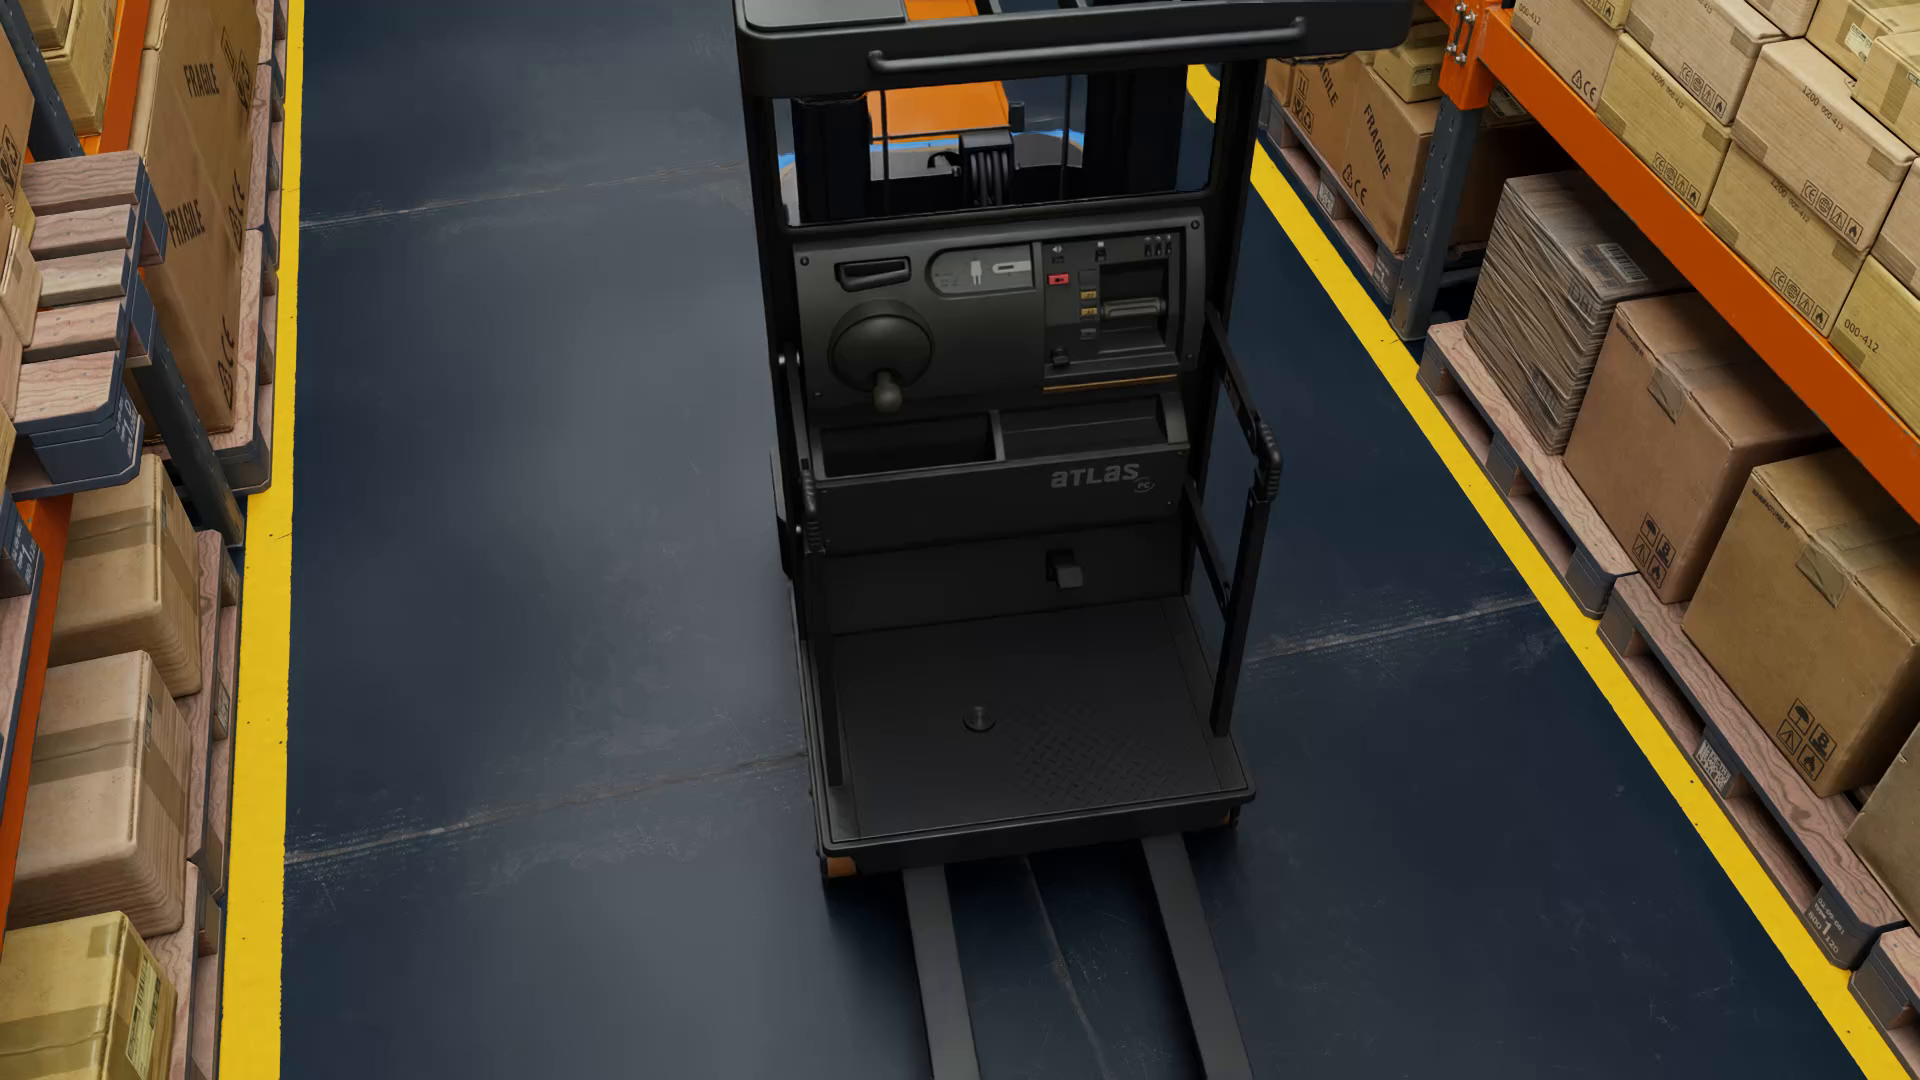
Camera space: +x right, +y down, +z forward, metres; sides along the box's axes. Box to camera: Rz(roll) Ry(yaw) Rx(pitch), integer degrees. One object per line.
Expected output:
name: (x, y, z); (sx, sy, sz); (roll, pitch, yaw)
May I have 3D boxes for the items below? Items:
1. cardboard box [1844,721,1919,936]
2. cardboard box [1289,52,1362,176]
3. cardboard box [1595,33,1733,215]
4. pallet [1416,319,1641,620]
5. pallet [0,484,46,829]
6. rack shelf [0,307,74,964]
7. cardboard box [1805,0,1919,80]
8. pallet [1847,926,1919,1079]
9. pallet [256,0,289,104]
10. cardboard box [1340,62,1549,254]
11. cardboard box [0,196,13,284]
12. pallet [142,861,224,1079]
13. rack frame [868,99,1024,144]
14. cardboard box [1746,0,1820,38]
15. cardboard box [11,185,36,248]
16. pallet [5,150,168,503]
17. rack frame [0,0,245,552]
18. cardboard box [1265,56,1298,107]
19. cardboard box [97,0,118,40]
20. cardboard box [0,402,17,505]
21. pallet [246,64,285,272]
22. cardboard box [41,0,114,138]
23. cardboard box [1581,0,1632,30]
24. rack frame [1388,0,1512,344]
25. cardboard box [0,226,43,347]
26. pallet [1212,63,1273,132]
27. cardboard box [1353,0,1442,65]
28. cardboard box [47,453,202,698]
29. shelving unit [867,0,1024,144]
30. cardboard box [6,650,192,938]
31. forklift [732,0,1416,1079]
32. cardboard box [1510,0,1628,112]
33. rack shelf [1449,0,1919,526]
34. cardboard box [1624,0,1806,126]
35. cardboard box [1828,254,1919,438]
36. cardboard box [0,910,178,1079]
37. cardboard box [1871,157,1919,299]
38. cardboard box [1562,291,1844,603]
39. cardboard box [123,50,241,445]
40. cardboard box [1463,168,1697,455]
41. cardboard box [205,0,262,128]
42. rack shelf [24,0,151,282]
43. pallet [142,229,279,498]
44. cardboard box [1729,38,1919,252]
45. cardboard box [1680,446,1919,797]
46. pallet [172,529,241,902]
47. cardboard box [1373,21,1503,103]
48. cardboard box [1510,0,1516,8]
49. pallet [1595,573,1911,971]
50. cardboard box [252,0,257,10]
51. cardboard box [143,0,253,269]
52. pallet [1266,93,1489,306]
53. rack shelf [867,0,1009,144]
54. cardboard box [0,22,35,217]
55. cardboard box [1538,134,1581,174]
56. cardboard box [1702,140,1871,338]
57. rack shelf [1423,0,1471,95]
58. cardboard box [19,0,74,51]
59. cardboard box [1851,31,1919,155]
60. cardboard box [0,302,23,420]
cardboard box: (2.738, 0.667, 3.865); (0.875, 0.625, 0.625); (-11, 47, -11)
cardboard box: (1.615, -1.756, 6.327); (0.500, 0.500, 0.500); (-11, 47, -11)
cardboard box: (2.051, -1.132, 4.364); (0.500, 0.250, 0.500); (-12, 47, -11)
pallet: (2.222, -0.332, 5.428); (1.003, 0.211, 1.213); (-11, 47, -10)
pallet: (-2.202, 0.453, 2.840); (1.003, 0.211, 1.213); (-11, 47, -10)
rack shelf: (-2.236, 0.659, 3.008); (1.077, 0.370, 4.000); (-11, 47, -10)
cardboard box: (2.179, -1.169, 3.771); (0.380, 0.149, 0.250); (-10, 46, -10)
pallet: (2.847, 1.352, 3.777); (1.003, 0.211, 1.213); (-11, 47, -10)
pallet: (-3.502, -2.240, 7.298); (1.003, 0.211, 1.213); (-11, 47, -10)
cardboard box: (1.733, -1.408, 5.986); (0.500, 0.500, 0.500); (-9, 46, -9)
cardboard box: (-2.220, -0.642, 3.206); (0.500, 0.500, 0.500); (-11, 47, -11)
pallet: (-2.240, 1.383, 3.747); (1.003, 0.211, 1.213); (-11, 47, -10)
rack frame: (-0.057, -0.885, 5.329); (0.500, 1.125, 0.032); (-6, 46, -6)
cardboard box: (2.086, -1.337, 3.936); (0.380, 0.149, 0.250); (-10, 46, -10)
cardboard box: (-2.298, -0.677, 3.695); (0.380, 0.149, 0.250); (-10, 46, -10)
pallet: (-2.462, -0.434, 3.709); (1.213, 0.211, 1.003); (-11, 47, -10)
rack frame: (-2.748, -0.974, 4.104); (1.000, 3.000, 0.127); (-11, 47, -10)
cardboard box: (1.479, -2.117, 6.680); (0.500, 0.500, 0.500); (-9, 46, -9)
cardboard box: (-2.778, -1.656, 4.878); (0.500, 0.250, 0.500); (-12, 47, -11)
cardboard box: (-2.049, -0.149, 3.178); (0.380, 0.149, 0.250); (-10, 46, -10)
pallet: (-3.186, -1.396, 6.471); (1.003, 0.211, 1.213); (-11, 47, -10)
cardboard box: (-2.630, -1.305, 4.534); (0.500, 0.250, 0.500); (-11, 47, -11)
cardboard box: (1.903, -1.651, 4.522); (0.500, 0.250, 0.500); (-11, 47, -10)
rack frame: (2.049, -1.884, 4.996); (1.000, 3.000, 0.127); (-11, 47, -10)
cardboard box: (-2.190, -0.512, 3.533); (0.380, 0.149, 0.250); (-11, 47, -11)
pallet: (1.586, -2.271, 7.328); (1.003, 0.211, 1.213); (-11, 47, -10)
cardboard box: (1.578, -1.860, 5.975); (0.380, 0.149, 0.250); (-13, 47, -12)
cardboard box: (-2.613, 0.191, 4.508); (0.950, 0.372, 0.625); (-14, 47, -13)
shelving unit: (-0.136, -1.243, 5.681); (0.538, 1.125, 1.048); (-6, 46, -6)
cardboard box: (-2.416, 0.699, 4.010); (0.950, 0.372, 0.625); (-12, 47, -11)
forklift: (0.133, -0.421, 3.610); (1.130, 2.935, 3.031); (-6, 46, -6)
cardboard box: (1.927, -1.480, 4.705); (0.500, 0.250, 0.500); (-11, 47, -10)
rack shelf: (2.561, -0.251, 3.899); (1.077, 0.370, 4.000); (-11, 47, -10)
cardboard box: (2.054, -1.309, 4.188); (0.500, 0.250, 0.500); (-9, 46, -9)
cardboard box: (2.320, -0.419, 3.666); (0.500, 0.250, 0.500); (-9, 46, -9)
cardboard box: (-2.228, 1.224, 3.496); (0.950, 0.372, 0.625); (-9, 46, -9)
cardboard box: (2.326, -0.596, 3.489); (0.500, 0.250, 0.500); (-10, 46, -10)
cardboard box: (2.371, -0.317, 4.829); (0.875, 0.625, 0.625); (-9, 46, -9)
cardboard box: (-2.844, -0.869, 5.195); (0.875, 0.875, 0.875); (-11, 47, -11)
cardboard box: (2.196, -0.766, 5.269); (0.875, 0.625, 0.625); (-9, 46, -9)
cardboard box: (-3.297, -2.103, 6.404); (0.875, 0.875, 0.875); (-9, 46, -9)
rack shelf: (-3.260, -2.103, 5.714); (1.077, 0.370, 4.000); (-11, 47, -10)
pallet: (-2.877, -0.556, 5.647); (1.003, 0.211, 1.213); (-11, 47, -10)
cardboard box: (2.170, -0.945, 3.830); (0.500, 0.250, 0.500); (-12, 47, -11)
cardboard box: (2.543, 0.148, 4.373); (0.875, 0.625, 0.625); (-12, 47, -12)
pallet: (-2.549, 0.542, 4.571); (1.003, 0.211, 1.213); (-11, 47, -10)
cardboard box: (1.678, -1.677, 5.796); (0.380, 0.149, 0.250); (-13, 47, -12)
cardboard box: (2.175, -1.988, 6.100); (0.380, 0.149, 0.250); (-9, 46, -9)
pallet: (2.531, 0.509, 4.604); (1.003, 0.211, 1.213); (-11, 47, -10)
cardboard box: (-3.536, -2.725, 7.014); (0.875, 0.875, 0.875); (-9, 46, -9)
cardboard box: (-3.069, -1.485, 5.799); (0.875, 0.875, 0.875); (-10, 46, -10)
pallet: (1.895, -1.430, 6.504); (1.003, 0.211, 1.213); (-11, 47, -10)
rack shelf: (-0.136, -1.448, 5.472); (0.538, 0.278, 1.000); (-6, 46, -6)
cardboard box: (-2.363, -0.997, 3.554); (0.500, 0.500, 0.500); (-12, 47, -11)
cardboard box: (2.212, -1.498, 6.074); (0.500, 0.500, 0.500); (-9, 46, -9)
cardboard box: (2.189, -0.778, 4.017); (0.500, 0.250, 0.500); (-12, 47, -12)
rack shelf: (1.537, -3.013, 6.606); (1.077, 0.370, 4.000); (-11, 47, -10)
cardboard box: (-2.639, -1.491, 4.366); (0.500, 0.250, 0.500); (-11, 47, -11)
cardboard box: (2.187, -0.983, 3.589); (0.380, 0.149, 0.250); (-10, 46, -9)
cardboard box: (-2.133, -0.336, 3.361); (0.380, 0.149, 0.250); (-13, 47, -12)
